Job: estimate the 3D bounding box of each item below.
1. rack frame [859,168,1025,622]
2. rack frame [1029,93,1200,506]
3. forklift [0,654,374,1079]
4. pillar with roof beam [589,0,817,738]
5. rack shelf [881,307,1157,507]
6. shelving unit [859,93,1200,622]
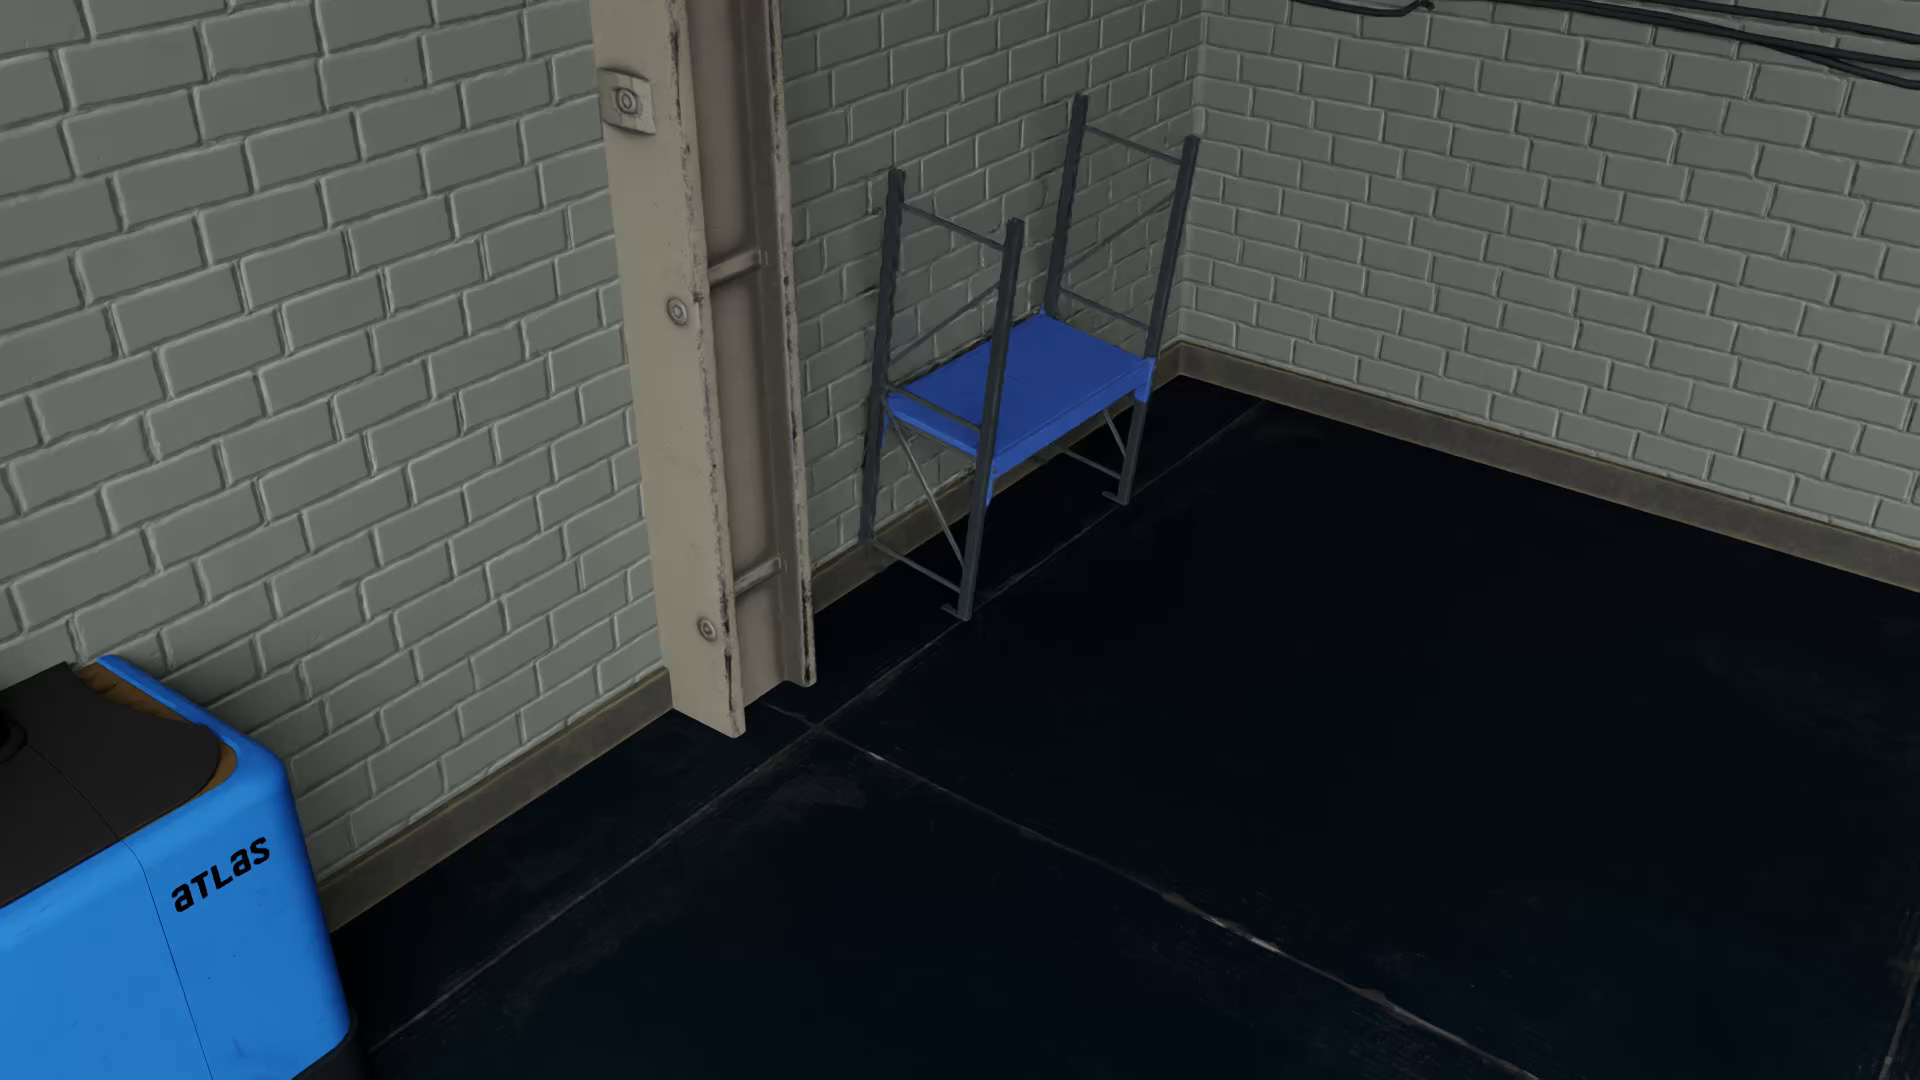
[{"bbox_3d":[-0.090,-0.433,5.453,0.500,1.500,0.032,28,40,27],"label":"rack frame"},{"bbox_3d":[0.529,-0.849,6.144,0.500,1.500,0.032,28,40,27],"label":"rack frame"},{"bbox_3d":[-2.648,0.568,2.417,1.130,2.935,3.031,21,36,31],"label":"forklift"},{"bbox_3d":[2.725,-2.052,0.886,9.100,9.000,0.400,21,37,31],"label":"pillar with roof beam"},{"bbox_3d":[0.201,-0.496,5.902,0.538,0.185,1.000,28,40,27],"label":"rack shelf"},{"bbox_3d":[0.220,-0.641,5.798,0.538,1.500,1.048,28,40,27],"label":"shelving unit"}]
